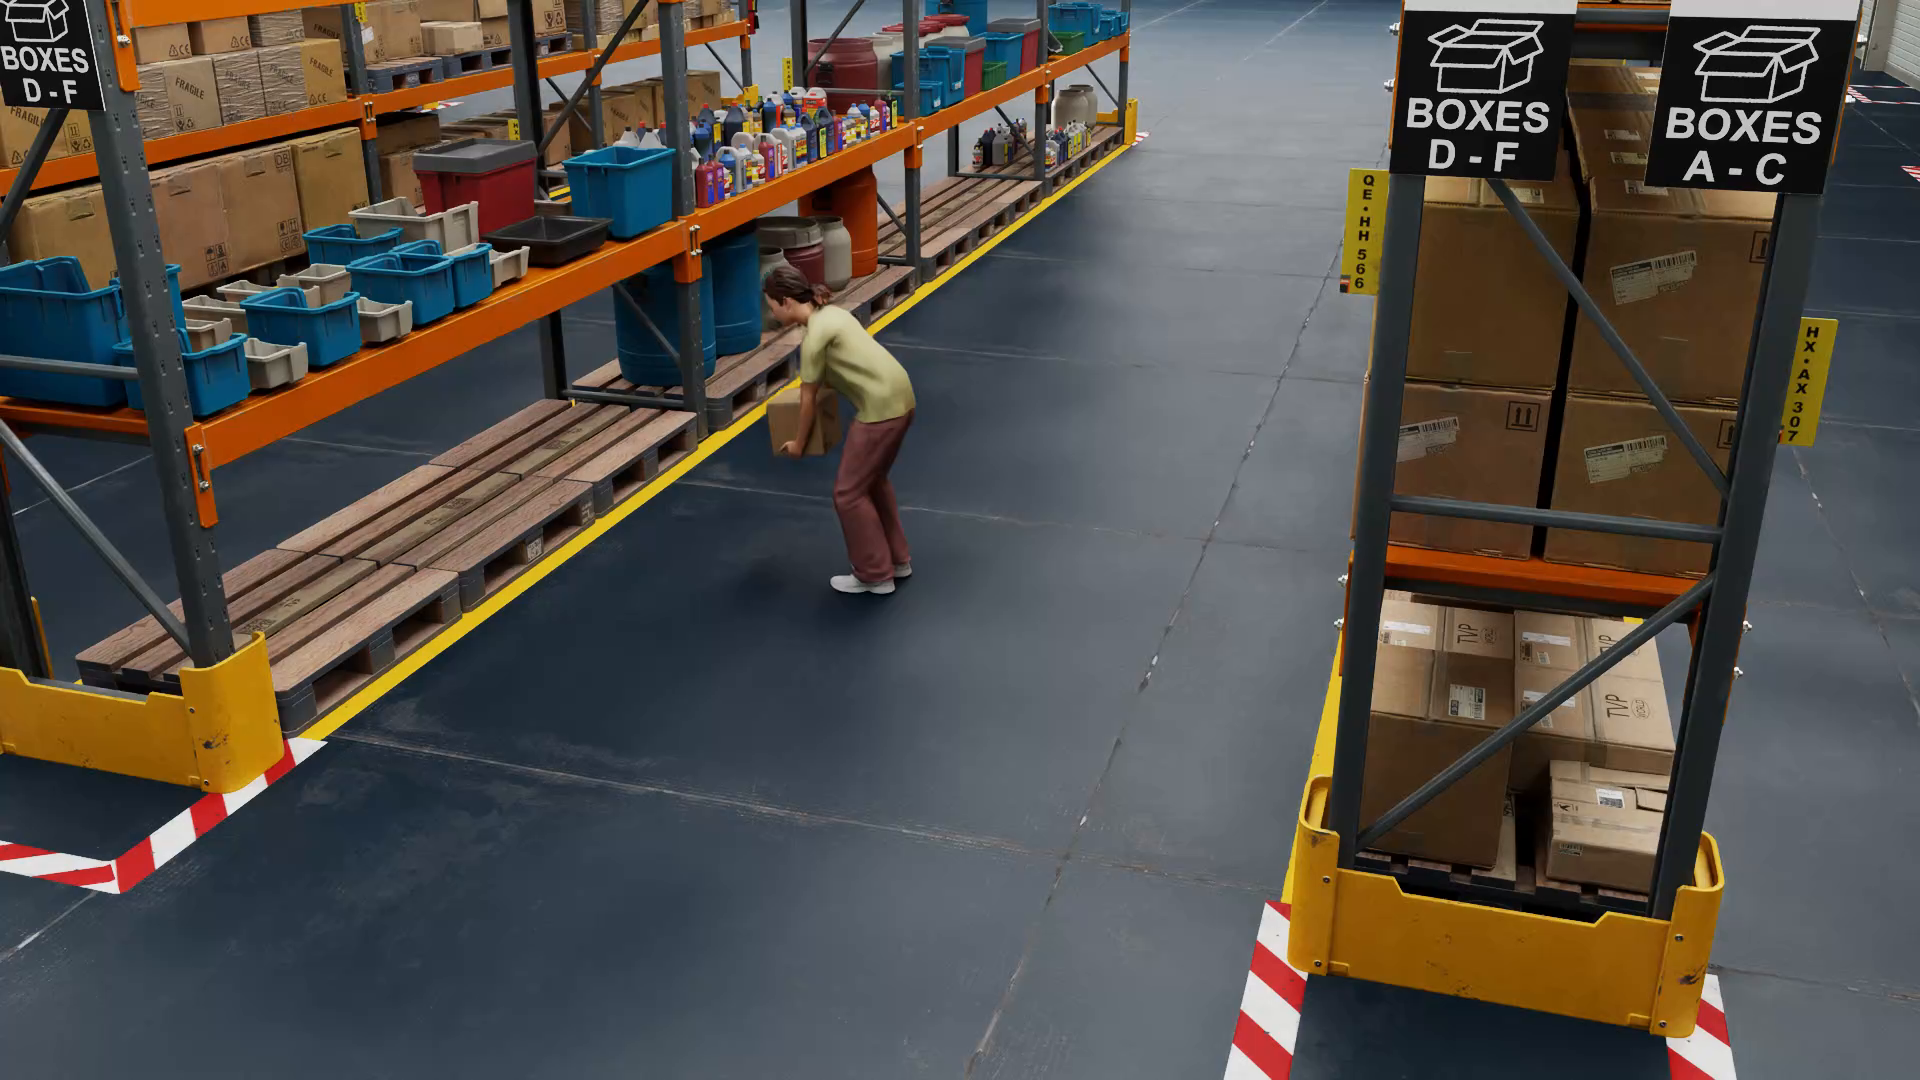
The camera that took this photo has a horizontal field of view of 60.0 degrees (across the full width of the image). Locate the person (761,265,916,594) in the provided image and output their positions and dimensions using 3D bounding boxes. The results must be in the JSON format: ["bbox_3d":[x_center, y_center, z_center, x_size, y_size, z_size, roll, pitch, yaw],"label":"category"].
[{"bbox_3d":[-0.548,-0.506,7.596,0.683,1.489,0.411,6,23,14],"label":"person"}]
